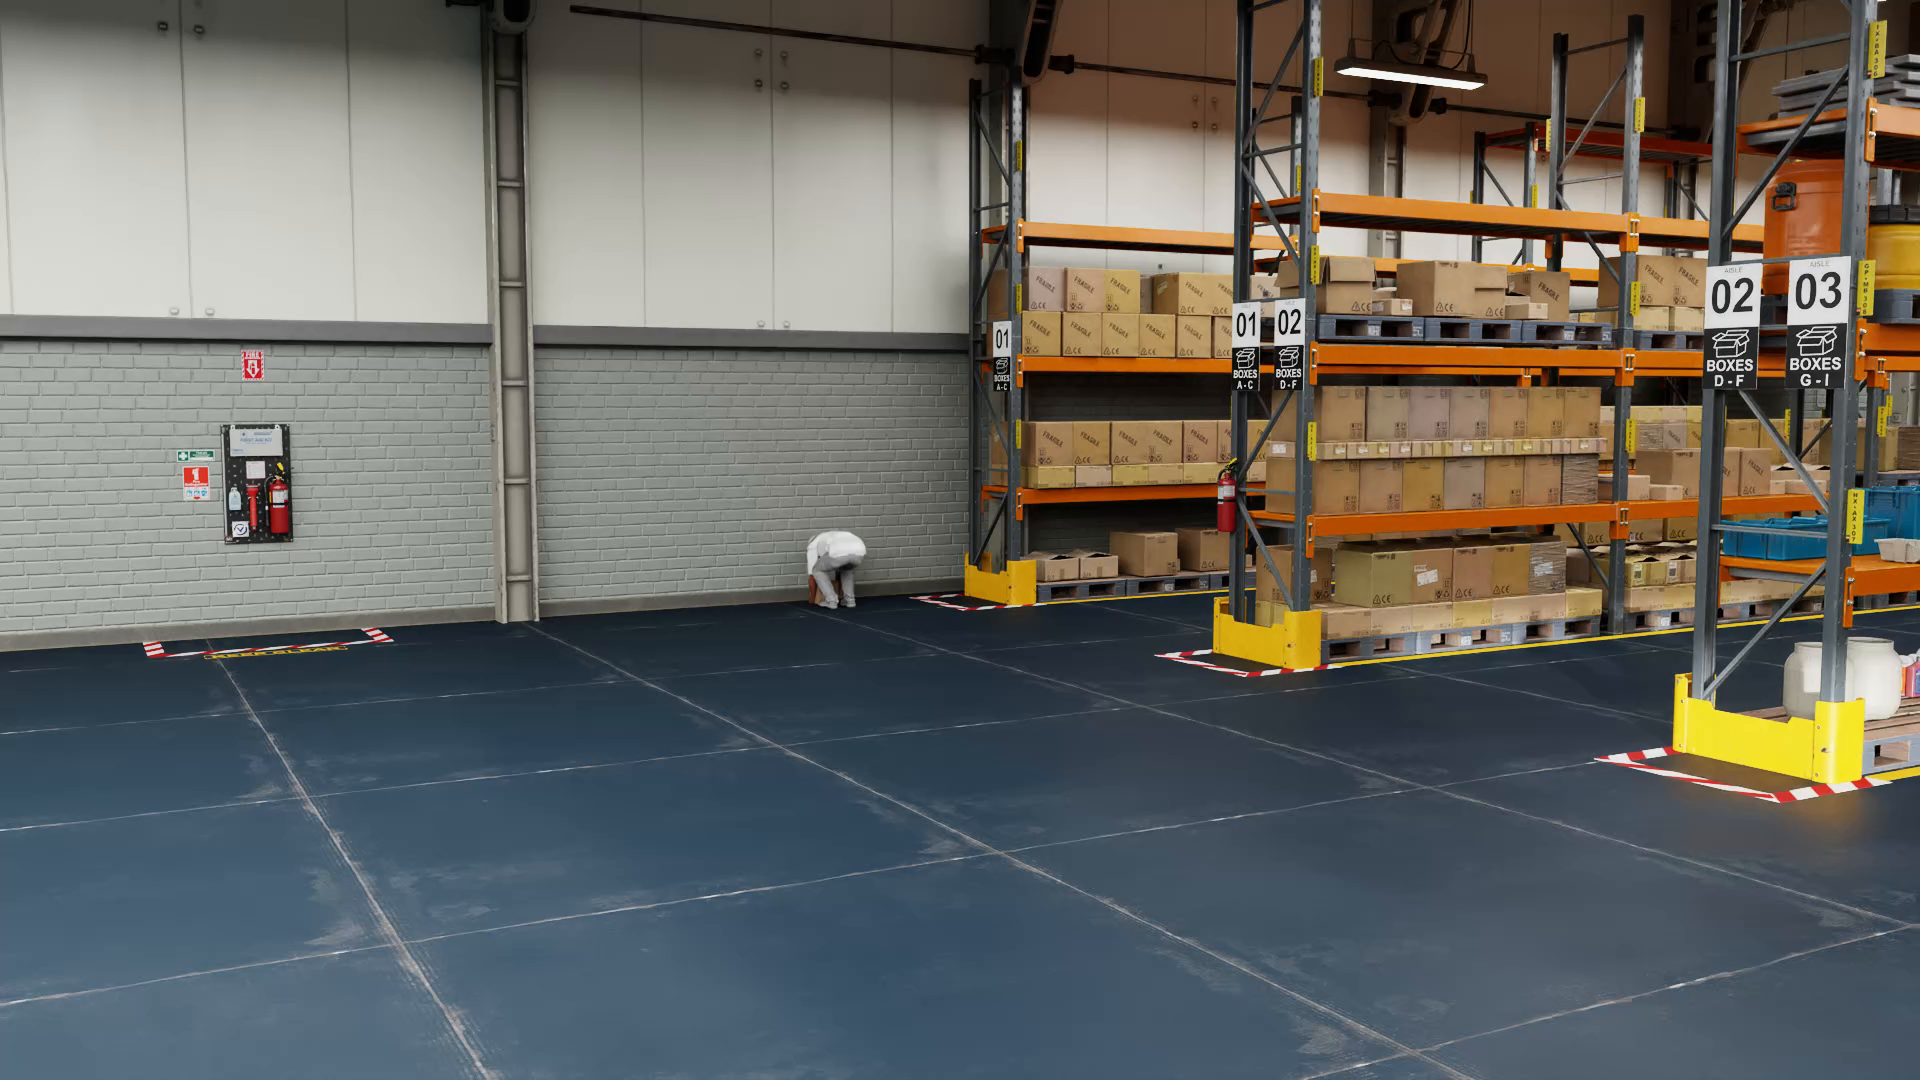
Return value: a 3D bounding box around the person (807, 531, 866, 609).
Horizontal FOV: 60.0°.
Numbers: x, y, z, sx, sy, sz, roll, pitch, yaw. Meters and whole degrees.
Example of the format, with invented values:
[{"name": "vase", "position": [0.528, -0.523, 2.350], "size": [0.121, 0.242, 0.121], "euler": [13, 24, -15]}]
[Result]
[{"name": "person", "position": [-1.441, 0.329, 18.756], "size": [0.510, 0.864, 0.980], "euler": [-3, 6, -31]}]
